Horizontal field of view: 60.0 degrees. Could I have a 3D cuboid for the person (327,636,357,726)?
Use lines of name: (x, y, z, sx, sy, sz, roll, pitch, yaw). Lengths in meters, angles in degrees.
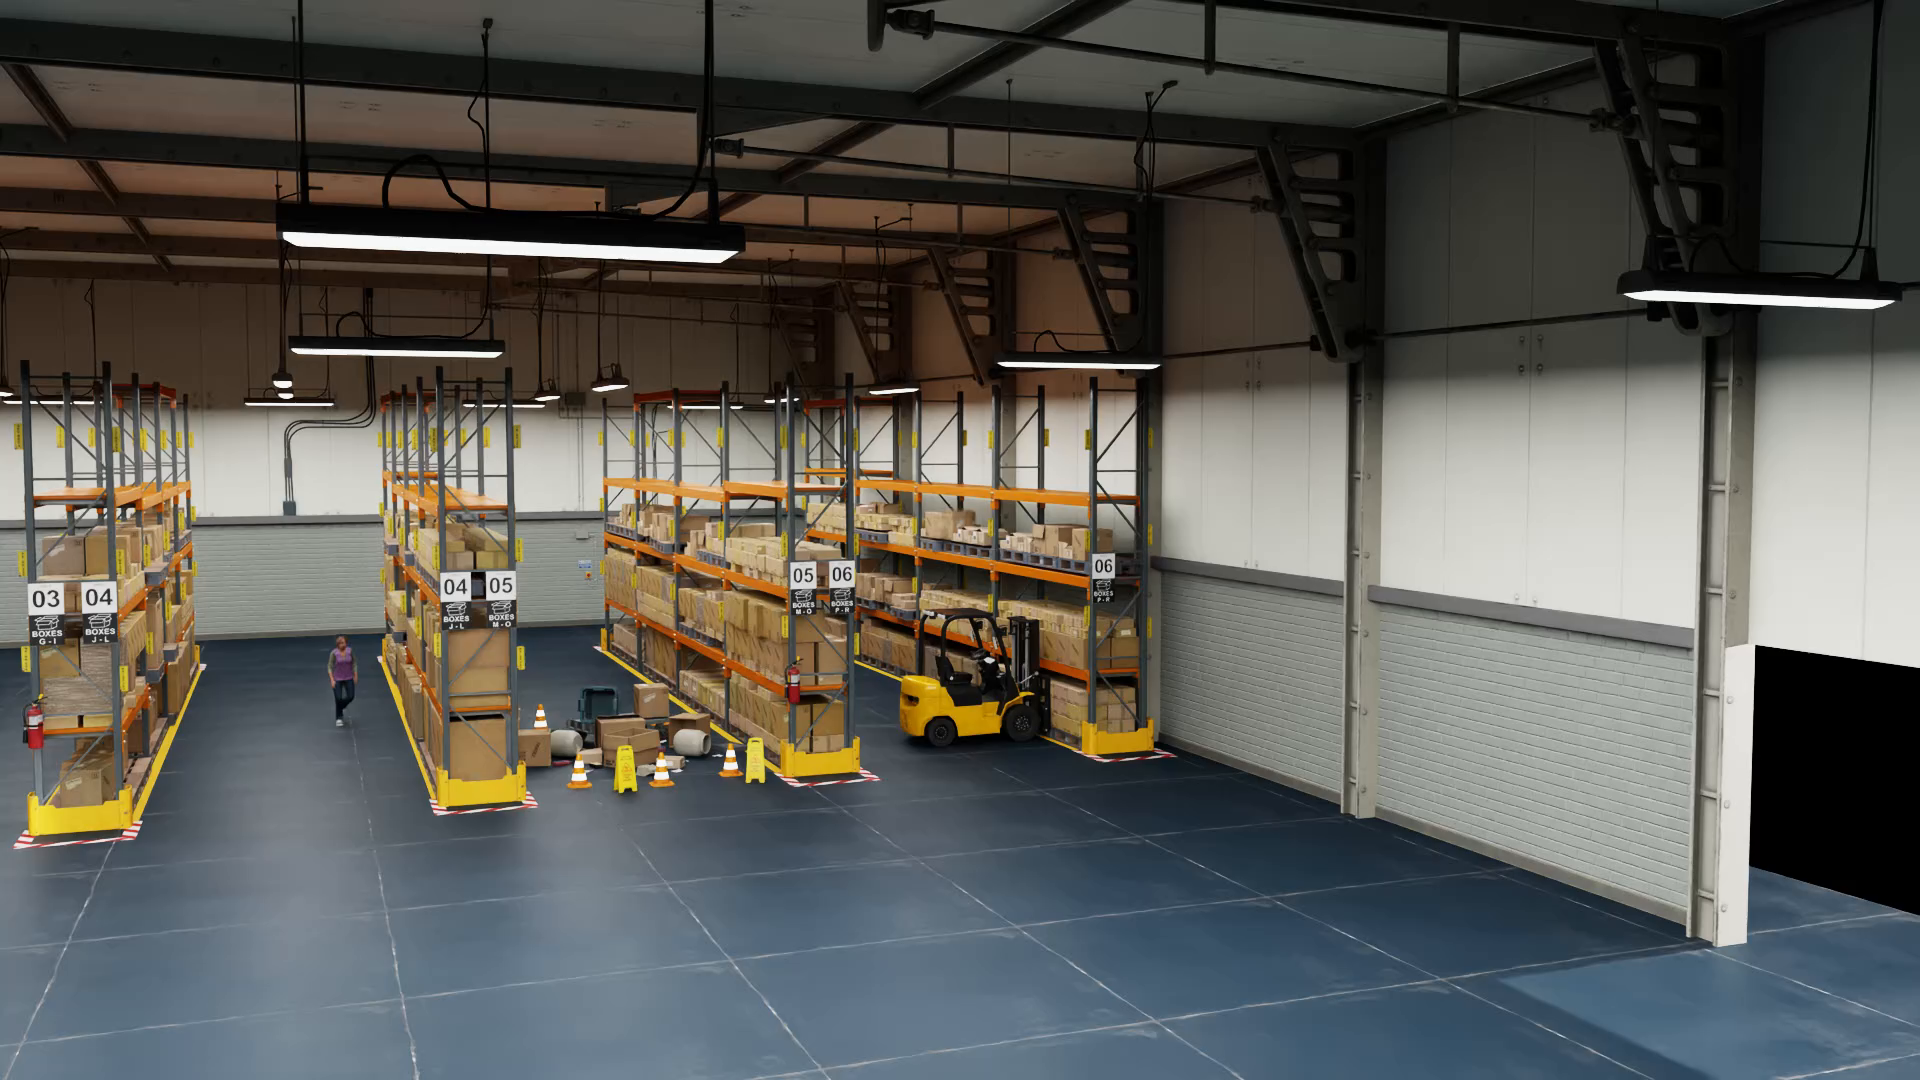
person: (-10.884, 2.464, 29.285, 0.509, 1.582, 0.493, -2, 4, -31)
